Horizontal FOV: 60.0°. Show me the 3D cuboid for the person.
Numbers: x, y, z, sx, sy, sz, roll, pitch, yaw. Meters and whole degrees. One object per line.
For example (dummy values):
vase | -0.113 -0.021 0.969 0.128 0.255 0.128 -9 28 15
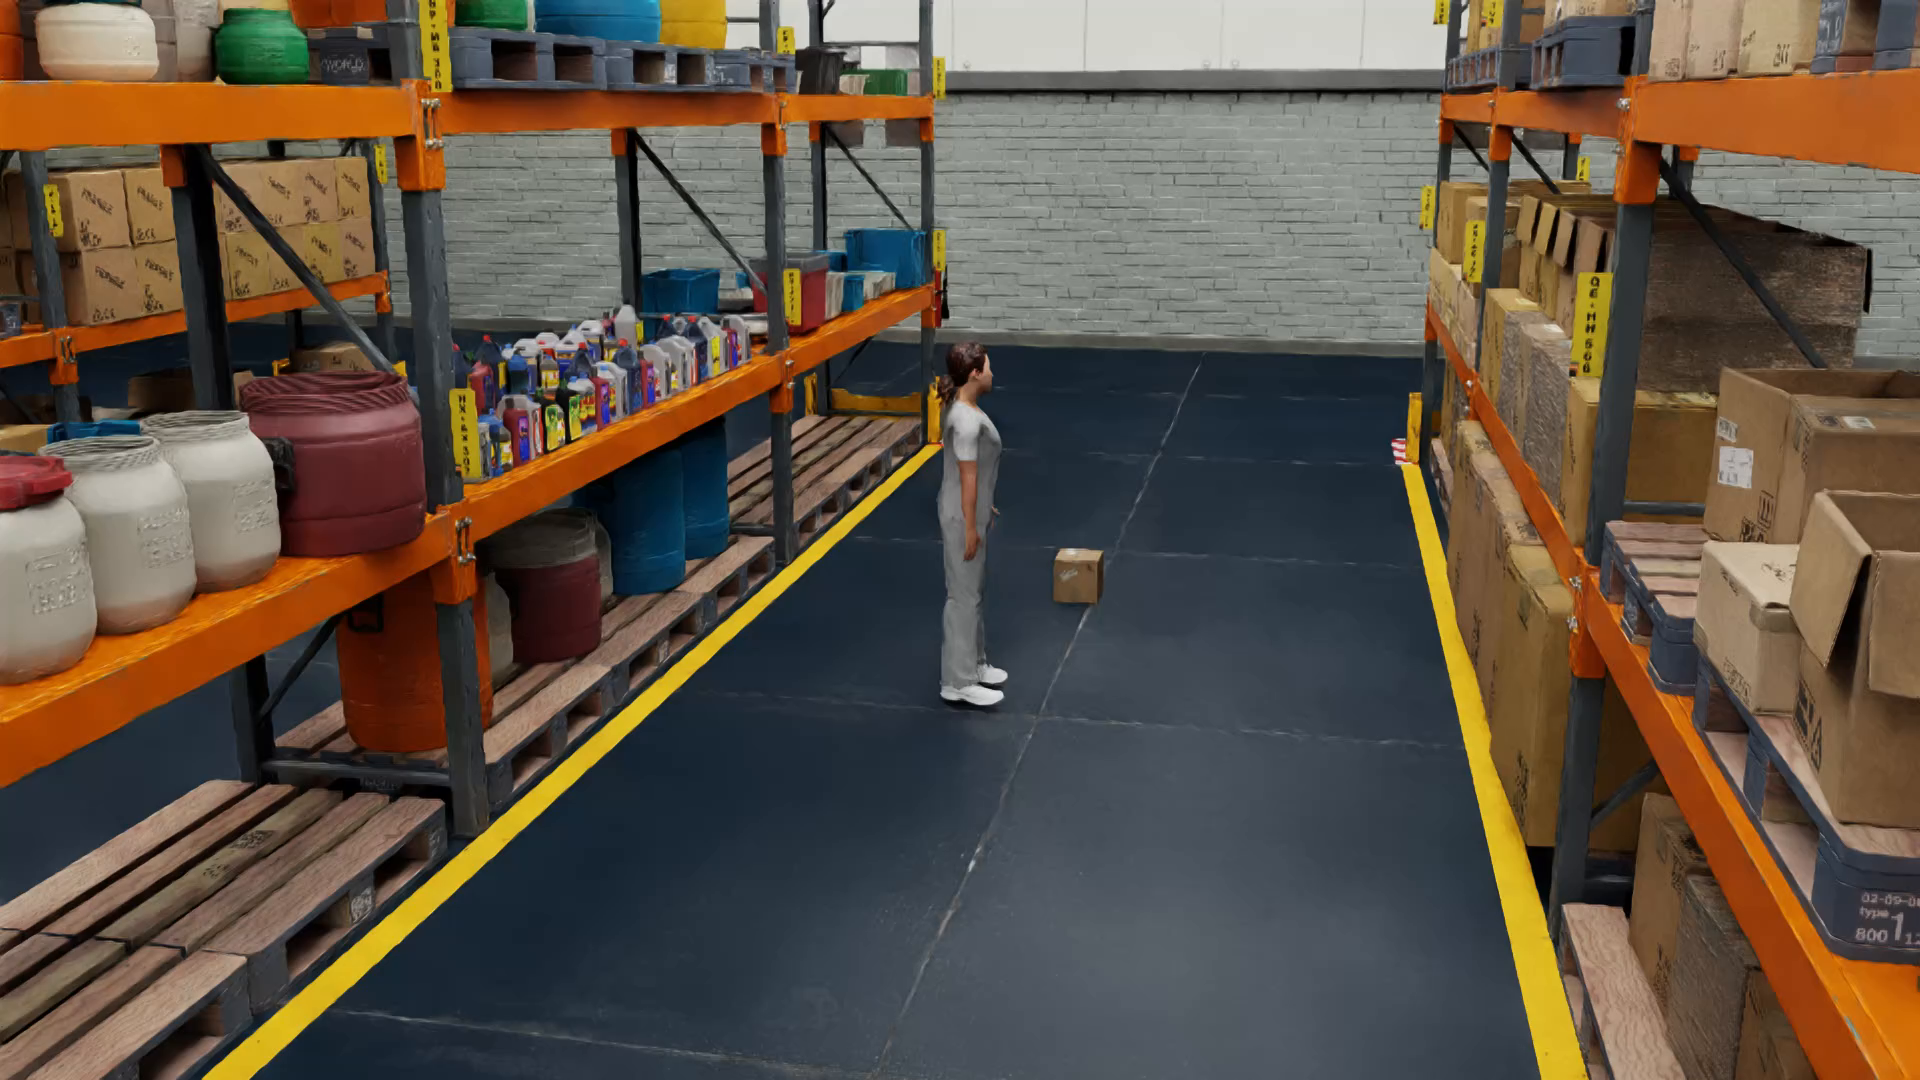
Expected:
person | 0.053 -0.095 7.783 0.370 1.681 0.496 -1 15 -4
